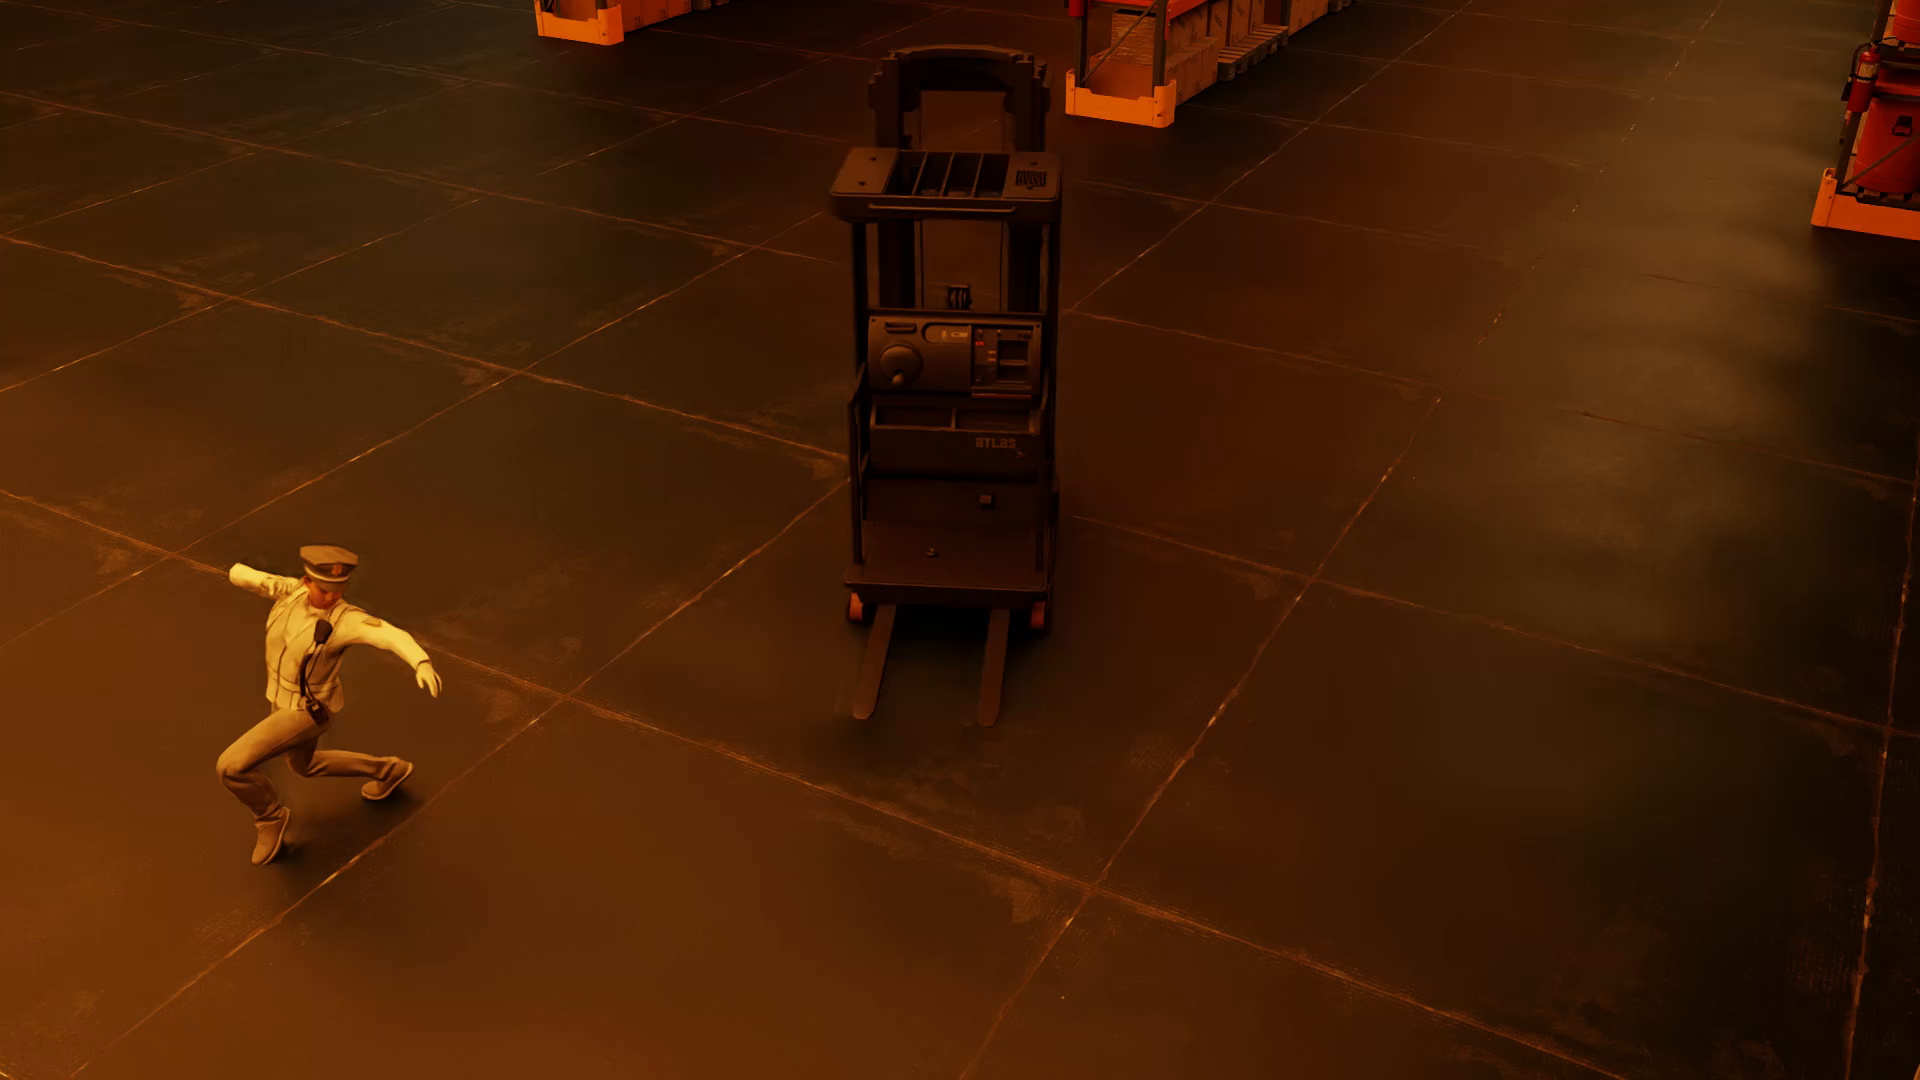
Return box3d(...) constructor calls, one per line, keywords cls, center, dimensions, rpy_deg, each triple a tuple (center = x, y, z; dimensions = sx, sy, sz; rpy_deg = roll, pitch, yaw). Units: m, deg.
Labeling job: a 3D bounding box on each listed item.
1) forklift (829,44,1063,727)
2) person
box3d(cls="forklift", center=(-0.044, -0.948, 8.713), dimensions=(1.130, 2.935, 3.031), rpy_deg=(2, 30, 4))
box3d(cls="person", center=(-2.769, 0.803, 7.243), dimensions=(0.857, 1.413, 0.966), rpy_deg=(-25, 38, -36))
